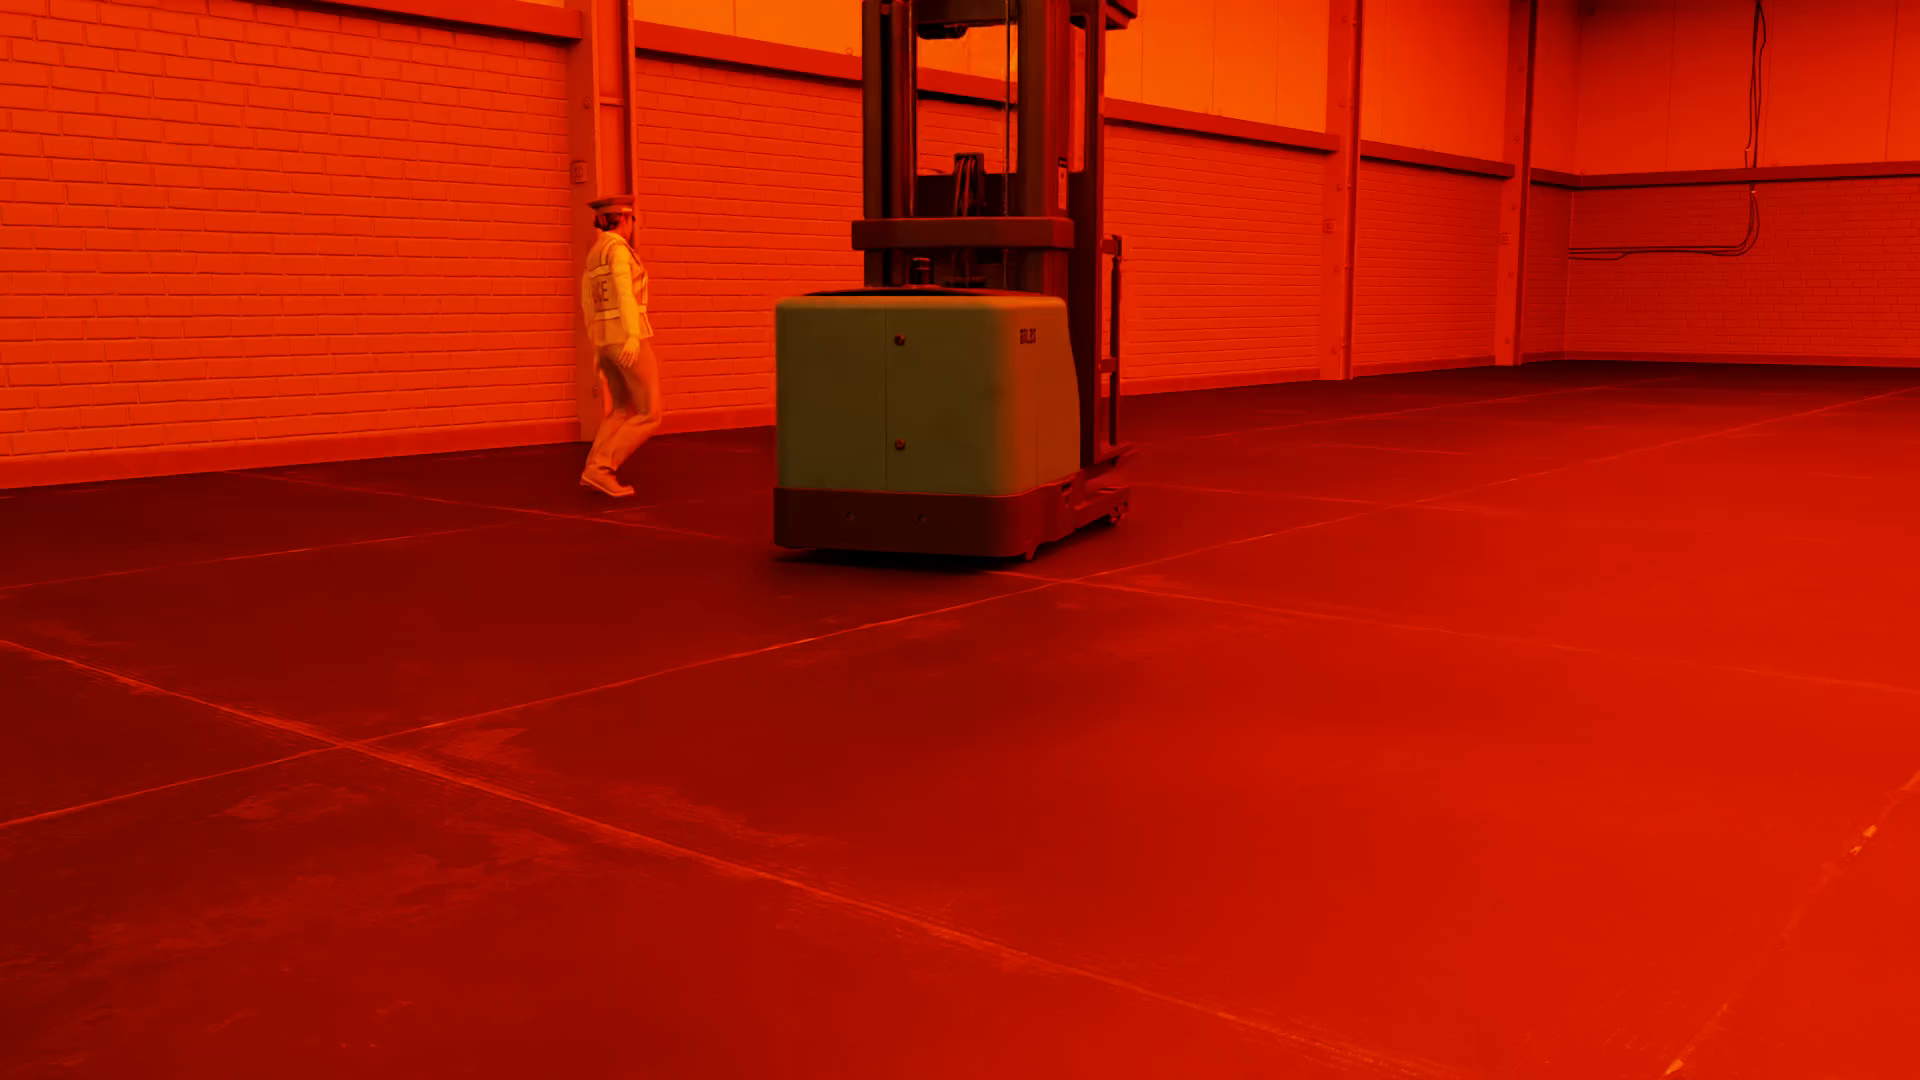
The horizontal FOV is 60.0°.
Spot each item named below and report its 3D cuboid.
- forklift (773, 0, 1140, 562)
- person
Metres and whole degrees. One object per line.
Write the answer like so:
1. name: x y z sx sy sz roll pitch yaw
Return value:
1. forklift: 0.193 -1.539 7.801 1.130 2.935 3.031 3 9 19
2. person: -1.847 -1.032 8.795 0.449 1.580 0.796 -5 10 -30
